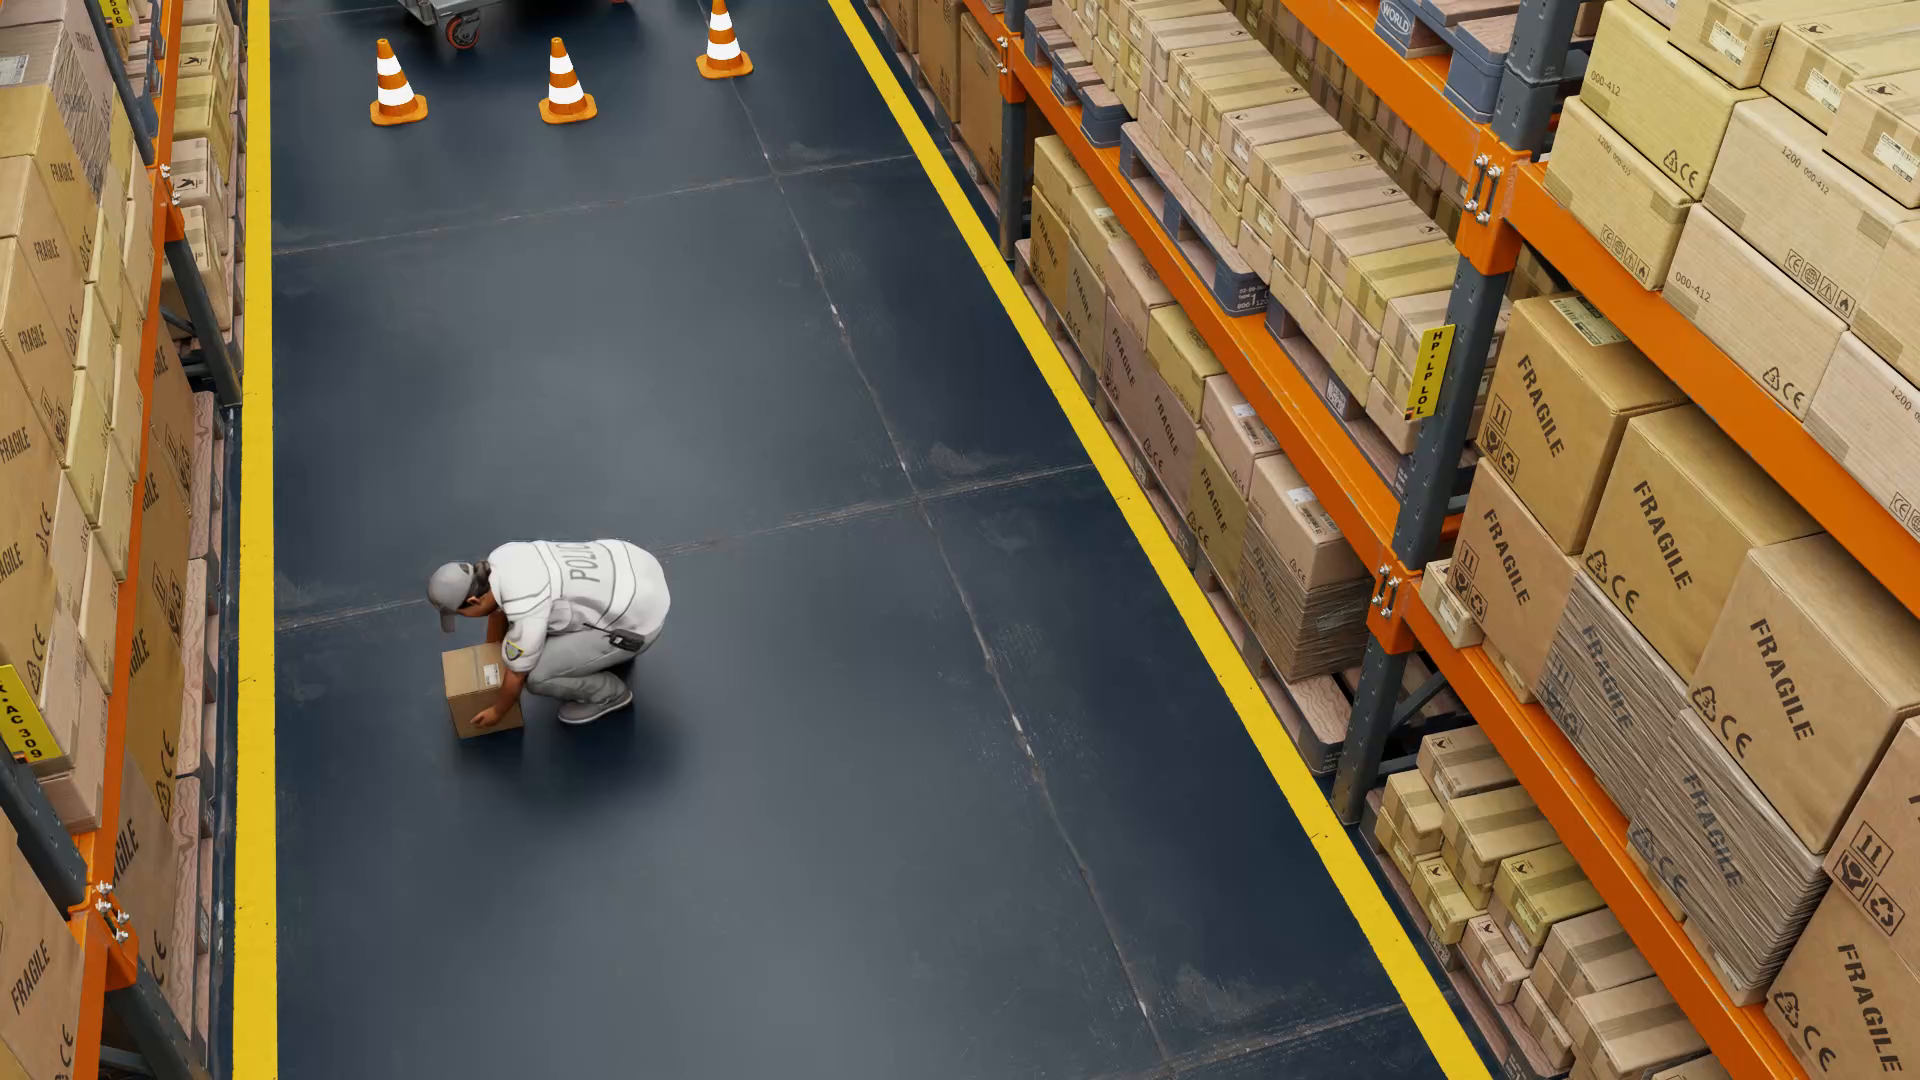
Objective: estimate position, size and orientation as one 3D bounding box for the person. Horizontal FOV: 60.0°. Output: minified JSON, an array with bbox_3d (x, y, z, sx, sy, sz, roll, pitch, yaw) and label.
[{"bbox_3d":[-1.556,0.311,6.440,0.864,0.838,0.521,-12,44,-13],"label":"person"}]
